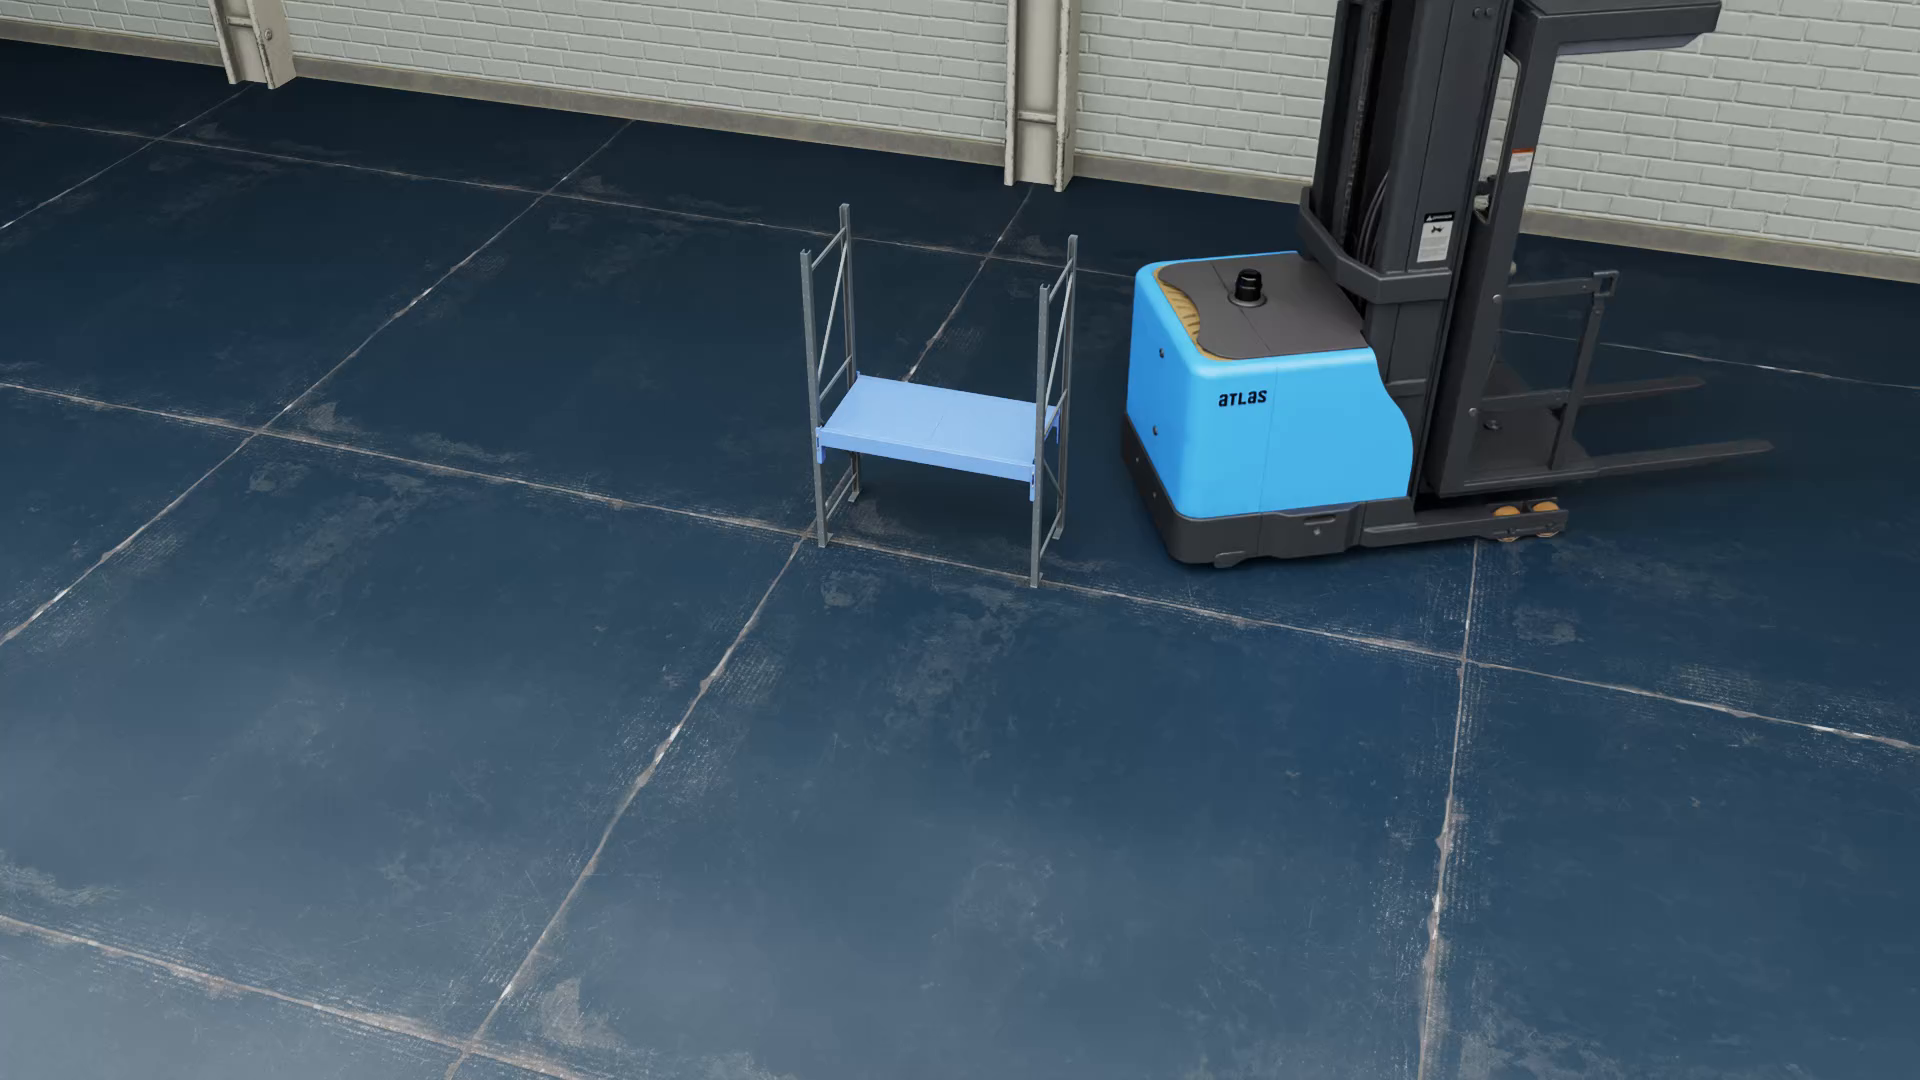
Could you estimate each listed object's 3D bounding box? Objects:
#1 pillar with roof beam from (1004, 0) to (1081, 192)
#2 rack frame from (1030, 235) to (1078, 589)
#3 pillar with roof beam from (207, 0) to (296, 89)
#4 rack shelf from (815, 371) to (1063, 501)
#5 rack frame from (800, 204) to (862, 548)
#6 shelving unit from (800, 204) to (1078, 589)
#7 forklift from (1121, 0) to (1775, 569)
[{"bbox_3d":[-0.760,-3.576,5.018,0.400,9.000,9.100,10,38,14],"label":"pillar with roof beam"},{"bbox_3d":[0.404,-0.529,7.204,0.032,1.500,0.500,10,38,14],"label":"rack frame"},{"bbox_3d":[-6.487,-4.637,6.459,0.400,9.000,9.100,10,38,14],"label":"pillar with roof beam"},{"bbox_3d":[-0.081,-0.474,7.433,1.000,0.185,0.538,10,38,14],"label":"rack shelf"},{"bbox_3d":[-0.567,-0.709,7.448,0.032,1.500,0.500,10,38,14],"label":"rack frame"},{"bbox_3d":[-0.081,-0.619,7.326,1.048,1.500,0.538,10,38,14],"label":"shelving unit"},{"bbox_3d":[2.363,-1.473,7.279,3.031,2.935,1.130,-6,37,-8],"label":"forklift"}]
